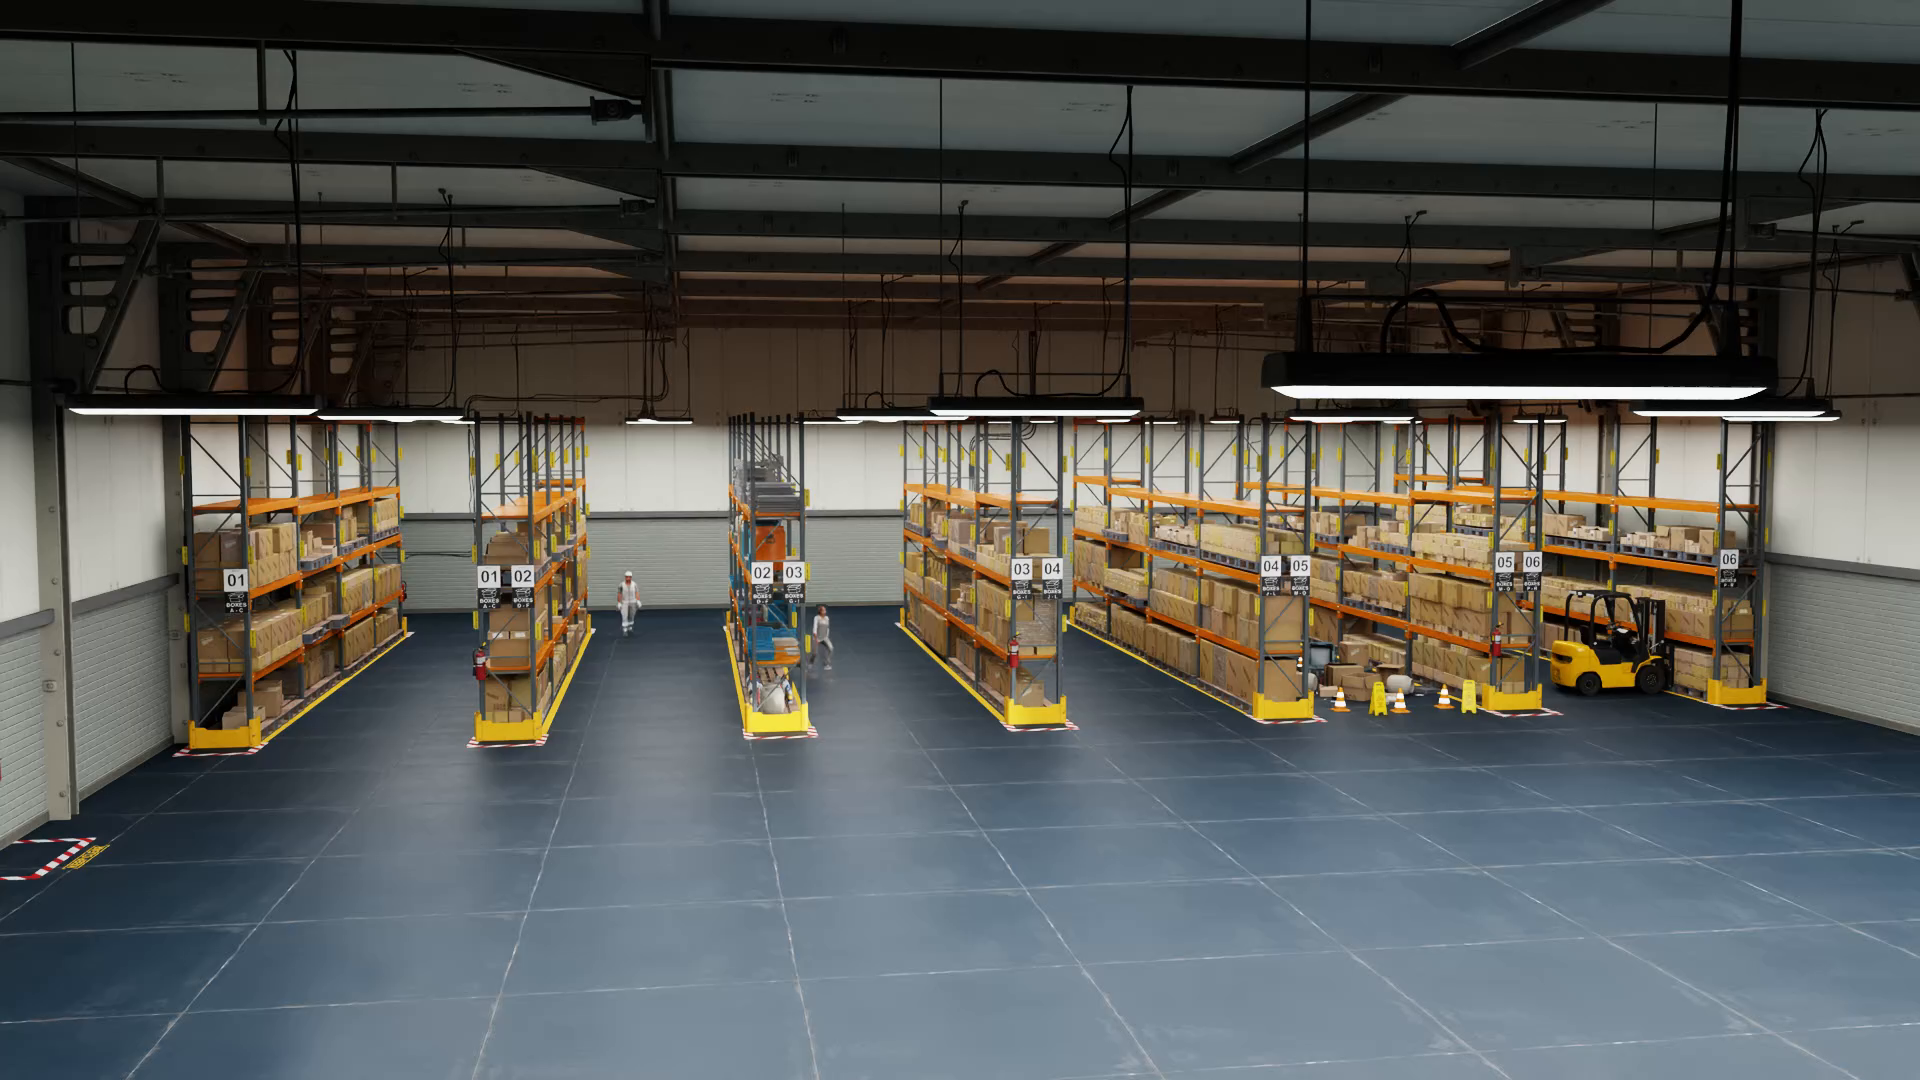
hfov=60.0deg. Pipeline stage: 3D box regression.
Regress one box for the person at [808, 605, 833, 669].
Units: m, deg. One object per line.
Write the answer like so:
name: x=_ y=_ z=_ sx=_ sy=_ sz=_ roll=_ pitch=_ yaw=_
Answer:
person: x=-3.133 y=2.201 z=37.358 sx=0.430 sy=1.474 sz=0.927 roll=-2 pitch=4 yaw=-30

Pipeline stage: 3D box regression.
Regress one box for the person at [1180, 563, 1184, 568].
person: x=6.798 y=1.486 z=50.173 sx=1.022 sy=1.631 sz=0.475 roll=-1 pitch=4 yaw=-14

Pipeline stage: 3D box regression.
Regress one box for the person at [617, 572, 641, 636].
person: x=-9.067 y=1.730 z=45.580 sx=0.609 sy=1.715 sz=1.084 roll=-1 pitch=4 yaw=-18
